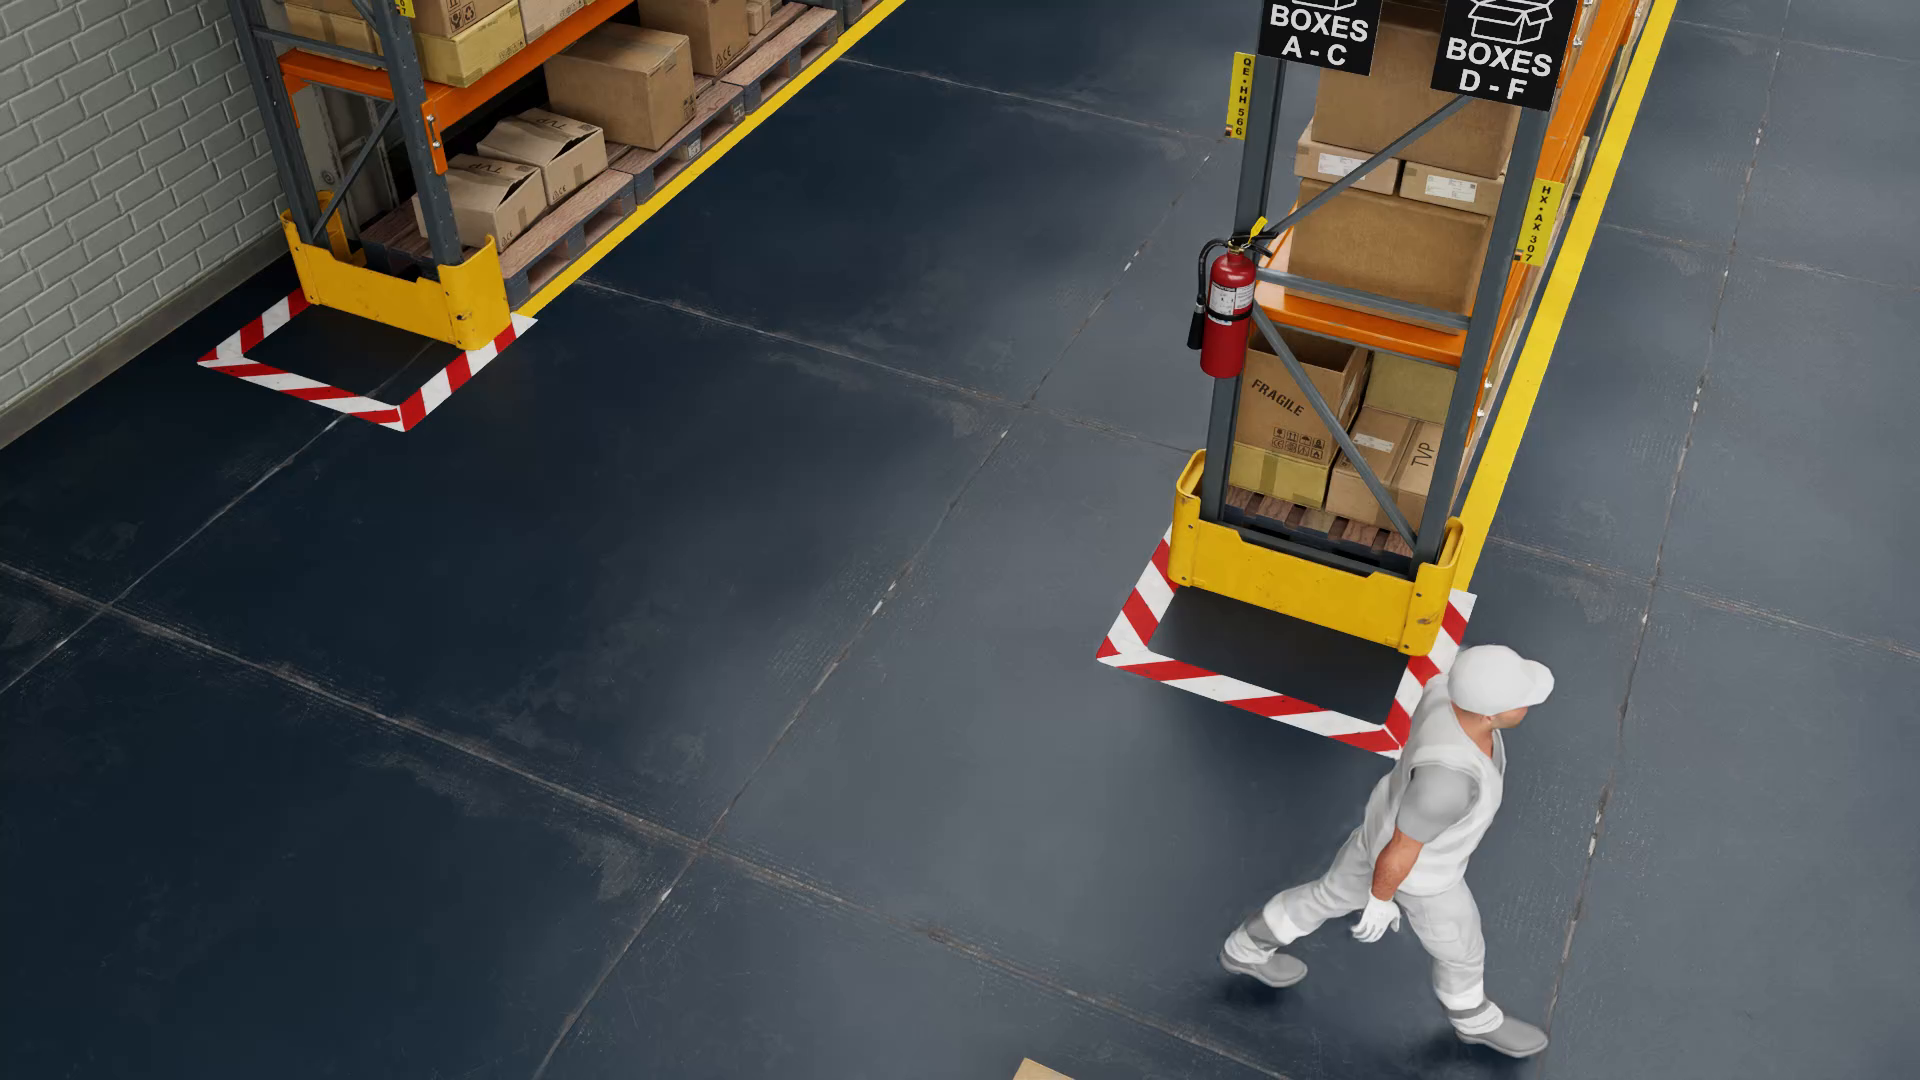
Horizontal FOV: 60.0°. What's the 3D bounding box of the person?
[{"bbox_3d":[1.420,0.936,5.107,1.088,1.738,0.575,7,42,8],"label":"person"}]
